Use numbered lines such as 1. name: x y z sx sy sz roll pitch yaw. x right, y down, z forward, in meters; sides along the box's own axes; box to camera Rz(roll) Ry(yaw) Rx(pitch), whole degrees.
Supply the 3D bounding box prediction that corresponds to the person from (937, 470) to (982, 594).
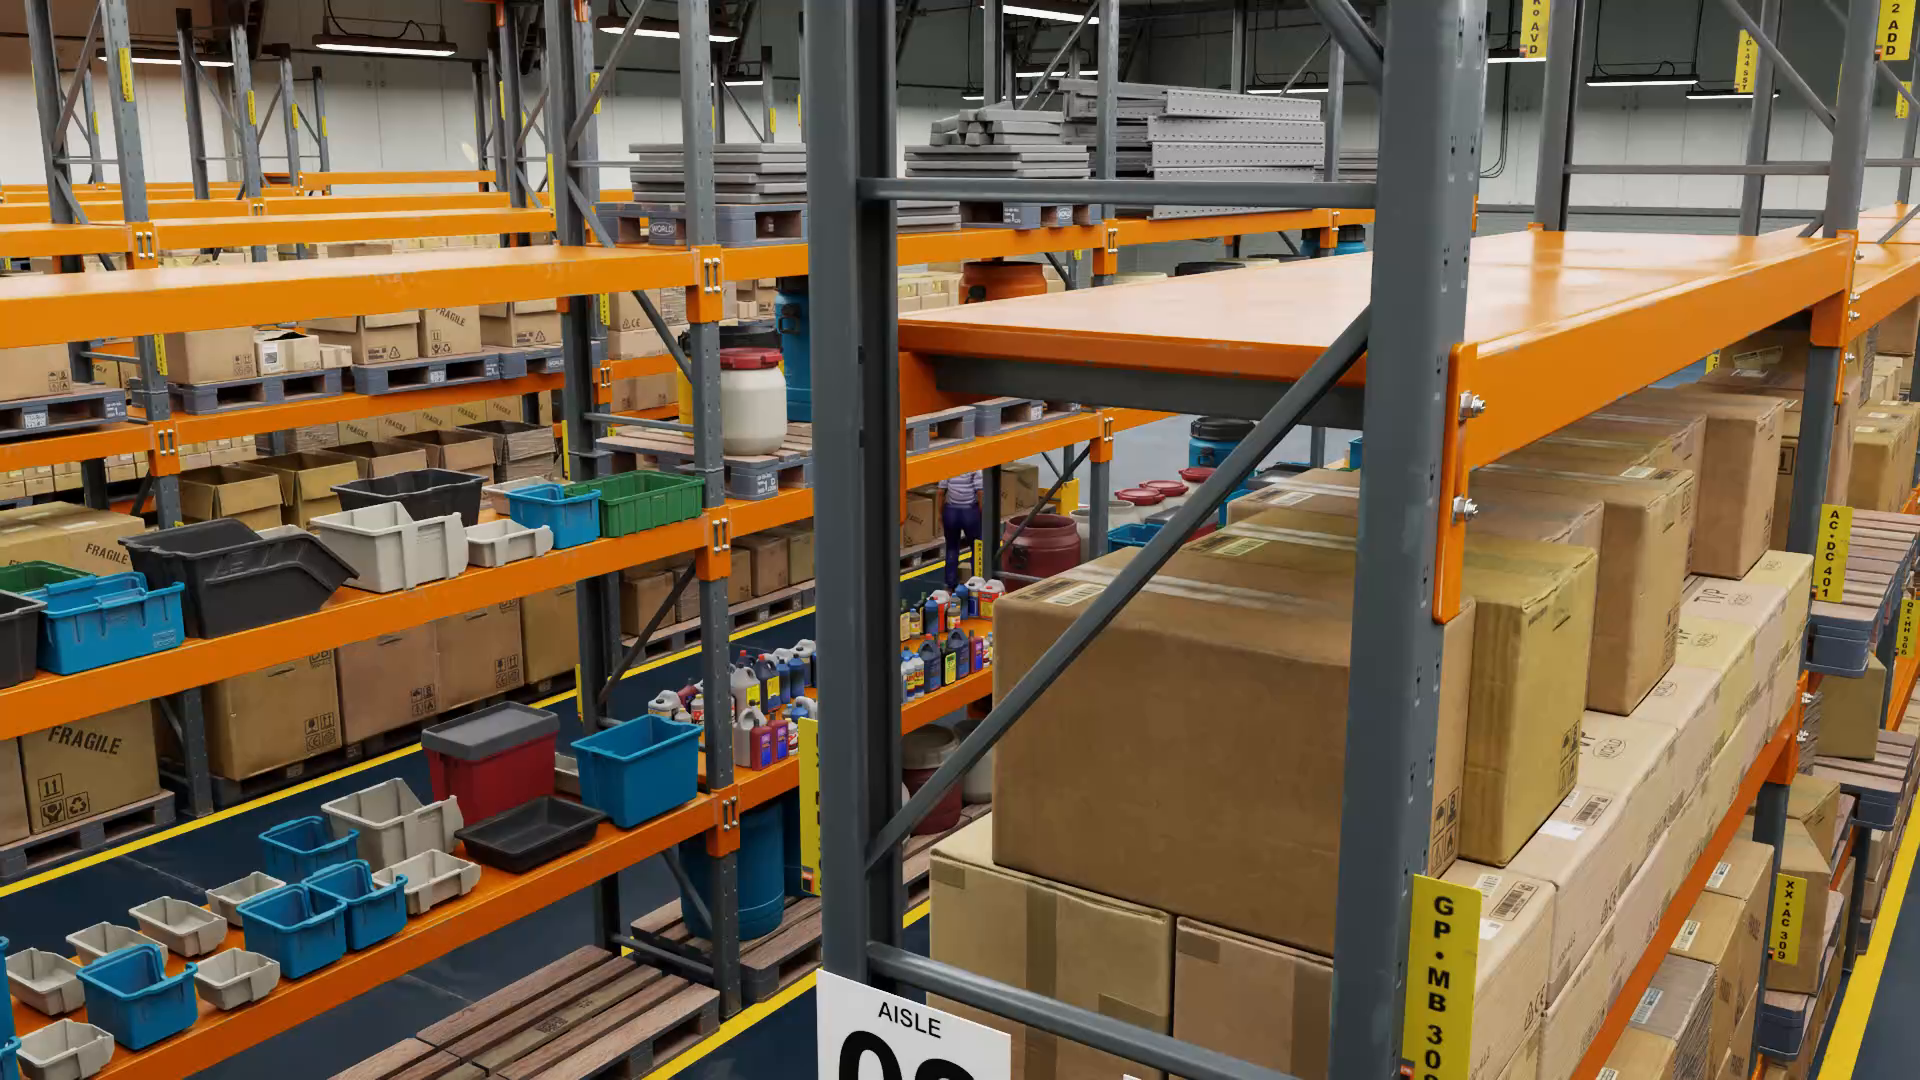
1. person: 0.042 -0.231 17.503 0.566 1.648 0.368 3 14 14
